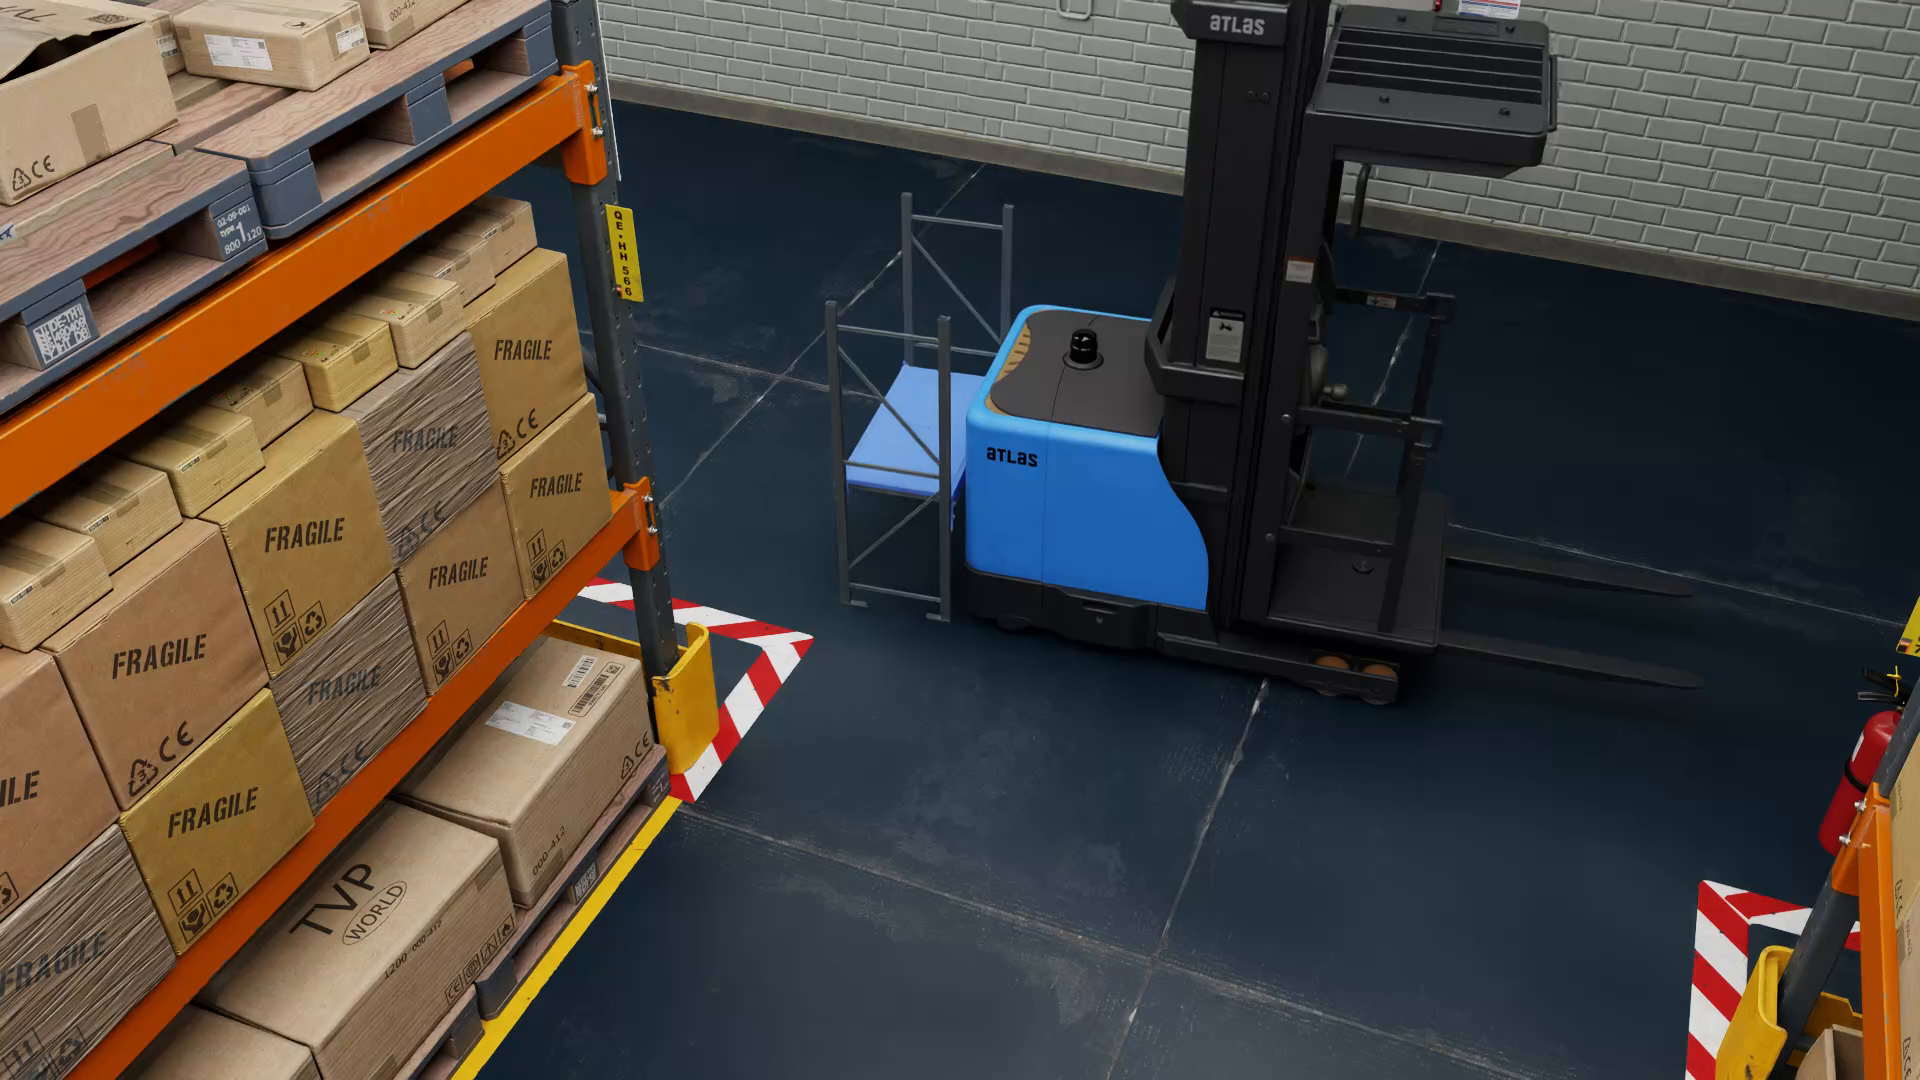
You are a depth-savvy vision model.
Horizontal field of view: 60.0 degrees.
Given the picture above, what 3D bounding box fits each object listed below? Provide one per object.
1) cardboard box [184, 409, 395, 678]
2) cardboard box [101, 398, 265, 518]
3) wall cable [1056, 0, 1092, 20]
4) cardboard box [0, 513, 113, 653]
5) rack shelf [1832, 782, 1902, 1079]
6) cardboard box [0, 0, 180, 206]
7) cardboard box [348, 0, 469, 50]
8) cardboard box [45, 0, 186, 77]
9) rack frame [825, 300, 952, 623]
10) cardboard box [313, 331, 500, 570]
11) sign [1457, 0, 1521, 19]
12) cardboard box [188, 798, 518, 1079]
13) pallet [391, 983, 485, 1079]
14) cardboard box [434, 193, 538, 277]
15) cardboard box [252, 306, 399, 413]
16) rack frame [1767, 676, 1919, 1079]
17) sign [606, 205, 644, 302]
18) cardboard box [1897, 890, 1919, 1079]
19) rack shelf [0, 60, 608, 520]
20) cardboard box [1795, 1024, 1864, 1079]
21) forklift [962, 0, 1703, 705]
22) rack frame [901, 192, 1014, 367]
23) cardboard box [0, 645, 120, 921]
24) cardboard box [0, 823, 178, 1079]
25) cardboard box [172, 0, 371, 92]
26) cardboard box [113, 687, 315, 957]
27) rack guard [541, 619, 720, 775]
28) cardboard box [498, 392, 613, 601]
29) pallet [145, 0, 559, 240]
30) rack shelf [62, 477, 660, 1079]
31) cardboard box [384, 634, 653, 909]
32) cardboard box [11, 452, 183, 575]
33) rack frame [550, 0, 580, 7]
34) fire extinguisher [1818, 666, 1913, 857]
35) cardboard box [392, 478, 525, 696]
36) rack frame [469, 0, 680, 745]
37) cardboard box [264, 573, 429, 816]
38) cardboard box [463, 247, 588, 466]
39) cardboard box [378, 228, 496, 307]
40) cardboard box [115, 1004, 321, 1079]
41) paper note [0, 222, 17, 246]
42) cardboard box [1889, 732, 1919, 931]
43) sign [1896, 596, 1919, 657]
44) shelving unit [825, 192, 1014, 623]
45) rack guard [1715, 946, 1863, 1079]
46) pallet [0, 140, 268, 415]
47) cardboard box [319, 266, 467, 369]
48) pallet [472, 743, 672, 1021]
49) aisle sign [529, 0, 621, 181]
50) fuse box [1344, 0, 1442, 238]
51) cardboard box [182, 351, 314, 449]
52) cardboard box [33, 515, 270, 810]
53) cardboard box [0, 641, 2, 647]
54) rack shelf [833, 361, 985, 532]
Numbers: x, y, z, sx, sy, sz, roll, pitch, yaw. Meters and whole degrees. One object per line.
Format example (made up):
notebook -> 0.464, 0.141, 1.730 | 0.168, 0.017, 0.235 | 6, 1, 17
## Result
cardboard box -> -1.894, -0.034, 4.371 | 0.500, 0.500, 0.500 | 14, 39, 18
cardboard box -> -1.954, -0.221, 4.079 | 0.380, 0.149, 0.250 | 15, 39, 19
wall cable -> 0.556, -4.030, 9.762 | 0.585, 1.953, 0.123 | 14, 39, 18
cardboard box -> -2.132, 0.076, 3.682 | 0.380, 0.149, 0.250 | 14, 39, 18
rack shelf -> 2.263, 2.040, 3.116 | 1.077, 0.370, 4.000 | 14, 39, 18
cardboard box -> -2.183, -1.040, 3.771 | 0.500, 0.311, 0.500 | 15, 39, 19
cardboard box -> -1.655, -1.564, 4.522 | 0.500, 0.250, 0.500 | 10, 38, 14
cardboard box -> -2.194, -1.243, 4.177 | 0.380, 0.149, 0.250 | 15, 39, 19
rack frame -> -0.281, -0.288, 6.882 | 0.500, 1.500, 0.032 | 9, 38, 12
cardboard box -> -1.702, -0.307, 4.737 | 0.500, 0.500, 0.500 | 14, 39, 18
sign -> 2.979, -3.016, 9.359 | 0.329, 0.494, 0.001 | 14, 39, 18
cardboard box -> -2.067, 1.271, 5.333 | 0.875, 0.438, 0.875 | 15, 39, 19
pallet -> -2.265, 1.767, 5.210 | 1.003, 0.211, 1.213 | 14, 39, 18
cardboard box -> -1.519, -0.940, 5.041 | 0.380, 0.149, 0.250 | 14, 39, 18
cardboard box -> -1.747, -0.502, 4.455 | 0.380, 0.149, 0.250 | 15, 39, 19
rack frame -> 3.024, 0.645, 4.382 | 1.000, 3.000, 0.127 | 14, 39, 18
sign -> -1.071, -0.911, 5.298 | 0.100, 0.325, 0.005 | 14, 39, 18
cardboard box -> 2.411, 1.055, 3.710 | 0.500, 0.250, 0.500 | 14, 39, 18
rack shelf -> -2.328, -0.290, 3.728 | 1.077, 0.370, 4.000 | 14, 39, 18
cardboard box -> 2.704, 1.794, 4.579 | 0.797, 0.503, 0.637 | 12, 39, 16
forklift -> 1.584, -0.852, 6.442 | 3.031, 2.935, 1.130 | 10, 38, 13
rack frame -> -0.012, -0.875, 7.667 | 0.500, 1.500, 0.032 | 9, 38, 12
cardboard box -> -2.281, 0.523, 3.627 | 0.500, 0.500, 0.500 | 15, 39, 19
cardboard box -> -2.278, 0.939, 3.905 | 0.500, 0.500, 0.500 | 14, 39, 18
cardboard box -> -1.741, -1.273, 4.218 | 0.380, 0.149, 0.250 | 11, 38, 14
cardboard box -> -2.082, 0.654, 4.286 | 0.500, 0.500, 0.500 | 15, 39, 19
rack guard -> -1.558, 0.504, 6.658 | 1.175, 0.500, 0.348 | 14, 39, 18
cardboard box -> -1.506, -0.196, 5.424 | 0.500, 0.500, 0.500 | 14, 39, 18
pallet -> -1.840, -1.237, 4.468 | 1.003, 0.211, 1.213 | 14, 39, 18
rack shelf -> -2.328, 0.912, 4.626 | 1.077, 0.370, 4.000 | 14, 39, 18
cardboard box -> -1.726, 0.763, 6.014 | 0.875, 0.438, 0.875 | 13, 39, 16
cardboard box -> -2.071, -0.080, 3.891 | 0.380, 0.149, 0.250 | 15, 39, 19
rack frame -> -1.567, -2.887, 4.096 | 1.000, 3.000, 0.127 | 14, 39, 18
fire extinguisher -> 2.653, 0.639, 4.766 | 0.296, 0.674, 0.183 | 14, 39, 18
cardboard box -> -1.711, 0.078, 5.057 | 0.500, 0.500, 0.500 | 13, 39, 17
rack frame -> -1.567, -0.484, 5.892 | 1.000, 3.000, 0.127 | 14, 39, 18
cardboard box -> -1.898, 0.365, 4.673 | 0.500, 0.500, 0.500 | 15, 39, 19
cardboard box -> -1.531, -0.603, 5.133 | 0.500, 0.500, 0.500 | 15, 39, 19
cardboard box -> -1.593, -0.794, 4.846 | 0.380, 0.149, 0.250 | 15, 39, 19
cardboard box -> -2.411, 1.770, 4.666 | 0.875, 0.438, 0.875 | 13, 39, 16
paper note -> -1.828, -0.559, 3.133 | 0.006, 0.032, 0.123 | 14, 39, 18
cardboard box -> 2.602, 0.776, 4.084 | 0.500, 0.250, 0.500 | 14, 39, 18
sign -> 2.522, 0.175, 4.288 | 0.100, 0.325, 0.005 | 14, 39, 18
shelving unit -> -0.147, -0.581, 7.275 | 0.538, 1.500, 1.048 | 9, 38, 12
rack guard -> 2.995, 1.688, 5.074 | 1.175, 0.500, 0.348 | 14, 39, 18
pallet -> -2.303, -0.559, 3.561 | 1.003, 0.211, 1.213 | 14, 39, 18
cardboard box -> -1.614, -0.632, 4.629 | 0.380, 0.149, 0.250 | 13, 39, 17
pallet -> -1.799, 1.094, 6.110 | 1.003, 0.211, 1.213 | 14, 39, 18
aisle sign -> -1.253, -1.494, 5.072 | 0.394, 0.787, 0.004 | 14, 39, 18
fuse box -> 2.444, -2.536, 9.713 | 0.539, 1.711, 0.414 | 14, 39, 18
cardboard box -> -1.912, -0.373, 4.283 | 0.380, 0.149, 0.250 | 13, 39, 17
cardboard box -> -2.087, 0.244, 3.999 | 0.500, 0.500, 0.500 | 14, 39, 17
cardboard box -> -2.290, 0.196, 3.521 | 0.380, 0.149, 0.250 | 14, 39, 18
rack shelf -> -0.147, -0.437, 7.382 | 0.538, 0.185, 1.000 | 9, 38, 12
